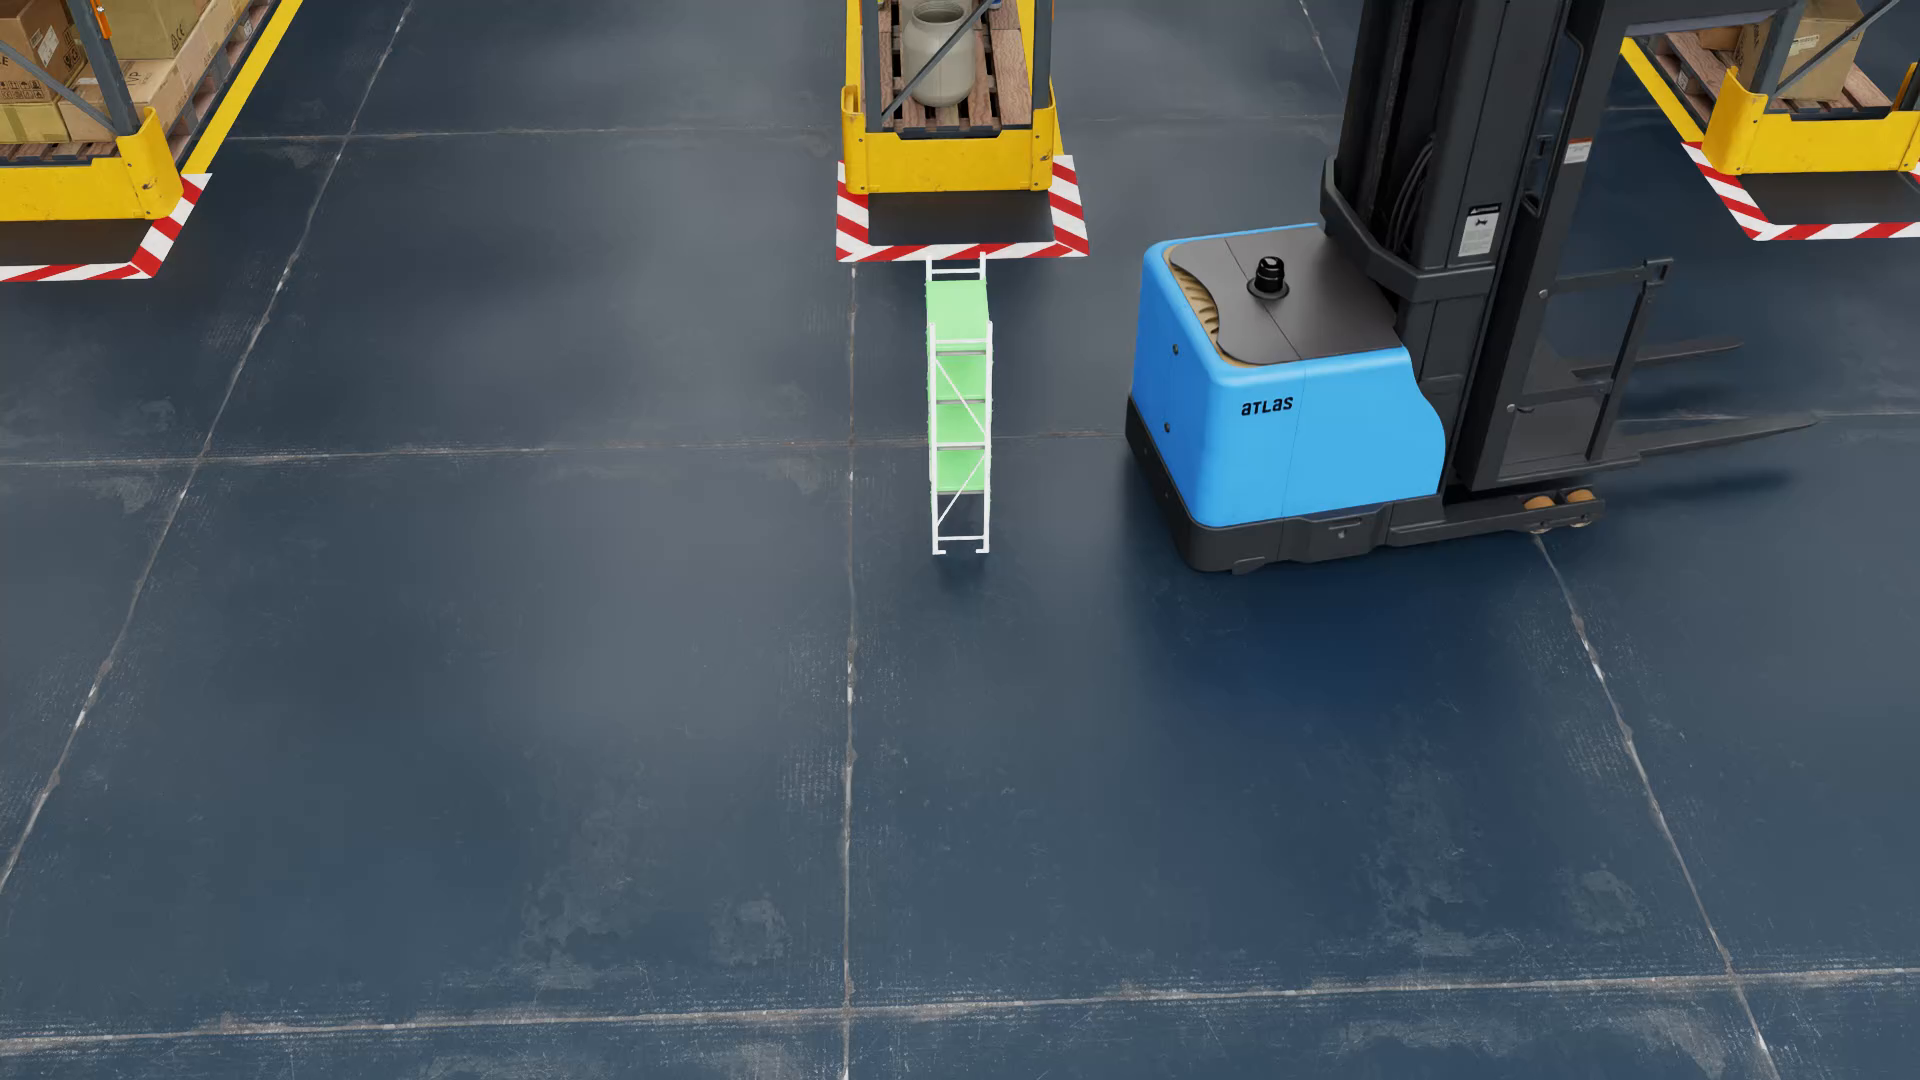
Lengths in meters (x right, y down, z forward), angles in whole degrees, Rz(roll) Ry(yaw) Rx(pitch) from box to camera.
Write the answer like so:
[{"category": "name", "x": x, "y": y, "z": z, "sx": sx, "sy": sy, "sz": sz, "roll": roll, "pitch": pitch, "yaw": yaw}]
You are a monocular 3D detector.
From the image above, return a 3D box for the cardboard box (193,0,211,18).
[{"category": "cardboard box", "x": -4.823, "y": -3.457, "z": 9.970, "sx": 0.500, "sy": 0.500, "sz": 0.500, "roll": -2, "pitch": 43, "yaw": -2}]

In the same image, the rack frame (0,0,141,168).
[{"category": "rack frame", "x": -4.965, "y": -2.996, "z": 8.299, "sx": 1.000, "sy": 3.000, "sz": 0.127, "roll": -2, "pitch": 43, "yaw": -2}]

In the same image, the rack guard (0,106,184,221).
[{"category": "rack guard", "x": -4.964, "y": -2.058, "z": 9.126, "sx": 1.175, "sy": 0.500, "sz": 0.348, "roll": -2, "pitch": 43, "yaw": -2}]

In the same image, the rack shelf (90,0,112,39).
[{"category": "rack shelf", "x": -5.050, "y": -4.081, "z": 10.015, "sx": 1.077, "sy": 0.370, "sz": 4.000, "roll": -2, "pitch": 43, "yaw": -2}]

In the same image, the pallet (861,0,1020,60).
[{"category": "pallet", "x": -0.145, "y": -3.528, "z": 10.943, "sx": 1.003, "sy": 0.211, "sz": 1.213, "roll": -2, "pitch": 43, "yaw": -2}]

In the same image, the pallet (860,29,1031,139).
[{"category": "pallet", "x": -0.096, "y": -2.706, "z": 10.046, "sx": 1.003, "sy": 0.211, "sz": 1.213, "roll": -2, "pitch": 43, "yaw": -2}]

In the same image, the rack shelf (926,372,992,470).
[{"category": "rack shelf", "x": -0.007, "y": -0.507, "z": 7.010, "sx": 0.258, "sy": 0.148, "sz": 0.480, "roll": -2, "pitch": 43, "yaw": -2}]

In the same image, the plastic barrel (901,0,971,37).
[{"category": "plastic barrel", "x": -0.142, "y": -3.154, "z": 10.001, "sx": 0.421, "sy": 0.512, "sz": 0.421, "roll": 0, "pitch": 43, "yaw": 0}]

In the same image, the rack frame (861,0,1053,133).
[{"category": "rack frame", "x": -0.016, "y": -3.136, "z": 8.451, "sx": 1.000, "sy": 3.000, "sz": 0.127, "roll": -2, "pitch": 43, "yaw": -2}]

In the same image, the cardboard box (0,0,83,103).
[{"category": "cardboard box", "x": -5.285, "y": -2.767, "z": 9.218, "sx": 0.500, "sy": 0.500, "sz": 0.500, "roll": -2, "pitch": 43, "yaw": -2}]

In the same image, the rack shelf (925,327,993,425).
[{"category": "rack shelf", "x": -0.007, "y": -0.684, "z": 6.847, "sx": 0.258, "sy": 0.148, "sz": 0.480, "roll": -2, "pitch": 43, "yaw": -2}]

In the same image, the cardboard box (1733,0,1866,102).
[{"category": "cardboard box", "x": 4.922, "y": -2.933, "z": 9.769, "sx": 0.500, "sy": 0.500, "sz": 0.500, "roll": 6, "pitch": 43, "yaw": 6}]

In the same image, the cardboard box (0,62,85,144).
[{"category": "cardboard box", "x": -5.283, "y": -2.491, "z": 9.472, "sx": 0.500, "sy": 0.250, "sz": 0.500, "roll": -2, "pitch": 43, "yaw": -2}]

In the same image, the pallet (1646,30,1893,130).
[{"category": "pallet", "x": 4.930, "y": -2.851, "z": 10.204, "sx": 1.003, "sy": 0.211, "sz": 1.213, "roll": -2, "pitch": 43, "yaw": -2}]

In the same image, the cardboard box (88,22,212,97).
[{"category": "cardboard box", "x": -4.791, "y": -2.843, "z": 9.856, "sx": 0.500, "sy": 0.250, "sz": 0.500, "roll": -2, "pitch": 43, "yaw": -2}]

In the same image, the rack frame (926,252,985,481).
[{"category": "rack frame", "x": -0.017, "y": -0.719, "z": 7.146, "sx": 0.240, "sy": 1.200, "sz": 0.015, "roll": -2, "pitch": 43, "yaw": -2}]

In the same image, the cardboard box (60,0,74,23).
[{"category": "cardboard box", "x": -5.343, "y": -3.442, "z": 9.954, "sx": 0.500, "sy": 0.500, "sz": 0.500, "roll": -2, "pitch": 43, "yaw": -2}]

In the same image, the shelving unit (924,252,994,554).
[{"category": "shelving unit", "x": -0.007, "y": -0.554, "z": 6.966, "sx": 0.258, "sy": 1.200, "sz": 0.503, "roll": -2, "pitch": 43, "yaw": -2}]

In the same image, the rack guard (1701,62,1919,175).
[{"category": "rack guard", "x": 4.929, "y": -2.408, "z": 9.507, "sx": 1.175, "sy": 0.500, "sz": 0.348, "roll": -2, "pitch": 43, "yaw": -2}]

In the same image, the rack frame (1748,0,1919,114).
[{"category": "rack frame", "x": 4.932, "y": -3.278, "z": 8.606, "sx": 1.000, "sy": 3.000, "sz": 0.127, "roll": -2, "pitch": 43, "yaw": -2}]

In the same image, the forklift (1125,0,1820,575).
[{"category": "forklift", "x": 2.334, "y": -1.449, "z": 6.662, "sx": 3.031, "sy": 2.935, "sz": 1.130, "roll": -9, "pitch": 43, "yaw": -9}]

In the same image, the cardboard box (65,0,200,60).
[{"category": "cardboard box", "x": -4.789, "y": -3.120, "z": 9.603, "sx": 0.500, "sy": 0.500, "sz": 0.500, "roll": -2, "pitch": 43, "yaw": -2}]

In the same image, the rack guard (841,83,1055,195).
[{"category": "rack guard", "x": -0.067, "y": -2.264, "z": 9.350, "sx": 1.175, "sy": 0.500, "sz": 0.348, "roll": -2, "pitch": 43, "yaw": -2}]

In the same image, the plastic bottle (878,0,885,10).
[{"category": "plastic bottle", "x": -0.532, "y": -3.494, "z": 10.587, "sx": 0.097, "sy": 0.201, "sz": 0.097, "roll": 0, "pitch": 43, "yaw": 0}]

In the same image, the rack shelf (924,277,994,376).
[{"category": "rack shelf", "x": -0.007, "y": -0.861, "z": 6.685, "sx": 0.258, "sy": 0.148, "sz": 0.480, "roll": -2, "pitch": 43, "yaw": -2}]

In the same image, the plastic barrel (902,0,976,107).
[{"category": "plastic barrel", "x": -0.121, "y": -2.815, "z": 9.632, "sx": 0.421, "sy": 0.512, "sz": 0.421, "roll": 0, "pitch": 43, "yaw": 0}]

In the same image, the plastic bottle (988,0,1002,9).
[{"category": "plastic bottle", "x": 0.218, "y": -3.525, "z": 10.569, "sx": 0.097, "sy": 0.271, "sz": 0.097, "roll": 0, "pitch": 43, "yaw": 0}]

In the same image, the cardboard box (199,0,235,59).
[{"category": "cardboard box", "x": -4.812, "y": -3.181, "z": 10.224, "sx": 0.500, "sy": 0.250, "sz": 0.500, "roll": -2, "pitch": 43, "yaw": -2}]

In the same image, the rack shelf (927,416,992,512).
[{"category": "rack shelf", "x": -0.007, "y": -0.330, "z": 7.172, "sx": 0.258, "sy": 0.148, "sz": 0.480, "roll": -2, "pitch": 43, "yaw": -2}]

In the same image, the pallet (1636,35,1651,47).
[{"category": "pallet", "x": 4.881, "y": -3.672, "z": 11.100, "sx": 1.003, "sy": 0.211, "sz": 1.213, "roll": -2, "pitch": 43, "yaw": -2}]

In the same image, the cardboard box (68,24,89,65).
[{"category": "cardboard box", "x": -5.317, "y": -2.828, "z": 9.839, "sx": 0.500, "sy": 0.250, "sz": 0.500, "roll": -2, "pitch": 43, "yaw": -2}]

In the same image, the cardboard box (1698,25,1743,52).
[{"category": "cardboard box", "x": 4.863, "y": -3.336, "z": 10.208, "sx": 0.500, "sy": 0.500, "sz": 0.500, "roll": 9, "pitch": 43, "yaw": 9}]

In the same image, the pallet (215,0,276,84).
[{"category": "pallet", "x": -5.088, "y": -3.305, "z": 10.699, "sx": 1.003, "sy": 0.211, "sz": 1.213, "roll": -2, "pitch": 43, "yaw": -2}]

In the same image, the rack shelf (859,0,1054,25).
[{"category": "rack shelf", "x": -0.101, "y": -4.221, "z": 10.167, "sx": 1.077, "sy": 0.370, "sz": 4.000, "roll": -2, "pitch": 43, "yaw": -2}]

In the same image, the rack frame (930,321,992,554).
[{"category": "rack frame", "x": 0.003, "y": -0.389, "z": 6.787, "sx": 0.240, "sy": 1.200, "sz": 0.015, "roll": -2, "pitch": 43, "yaw": -2}]

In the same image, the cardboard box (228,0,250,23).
[{"category": "cardboard box", "x": -4.828, "y": -3.518, "z": 10.593, "sx": 0.500, "sy": 0.250, "sz": 0.500, "roll": -2, "pitch": 43, "yaw": -2}]

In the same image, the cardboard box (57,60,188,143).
[{"category": "cardboard box", "x": -4.766, "y": -2.506, "z": 9.488, "sx": 0.500, "sy": 0.250, "sz": 0.500, "roll": -2, "pitch": 43, "yaw": -2}]

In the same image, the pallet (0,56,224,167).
[{"category": "pallet", "x": -5.040, "y": -2.483, "z": 9.803, "sx": 1.003, "sy": 0.211, "sz": 1.213, "roll": -2, "pitch": 43, "yaw": -2}]
